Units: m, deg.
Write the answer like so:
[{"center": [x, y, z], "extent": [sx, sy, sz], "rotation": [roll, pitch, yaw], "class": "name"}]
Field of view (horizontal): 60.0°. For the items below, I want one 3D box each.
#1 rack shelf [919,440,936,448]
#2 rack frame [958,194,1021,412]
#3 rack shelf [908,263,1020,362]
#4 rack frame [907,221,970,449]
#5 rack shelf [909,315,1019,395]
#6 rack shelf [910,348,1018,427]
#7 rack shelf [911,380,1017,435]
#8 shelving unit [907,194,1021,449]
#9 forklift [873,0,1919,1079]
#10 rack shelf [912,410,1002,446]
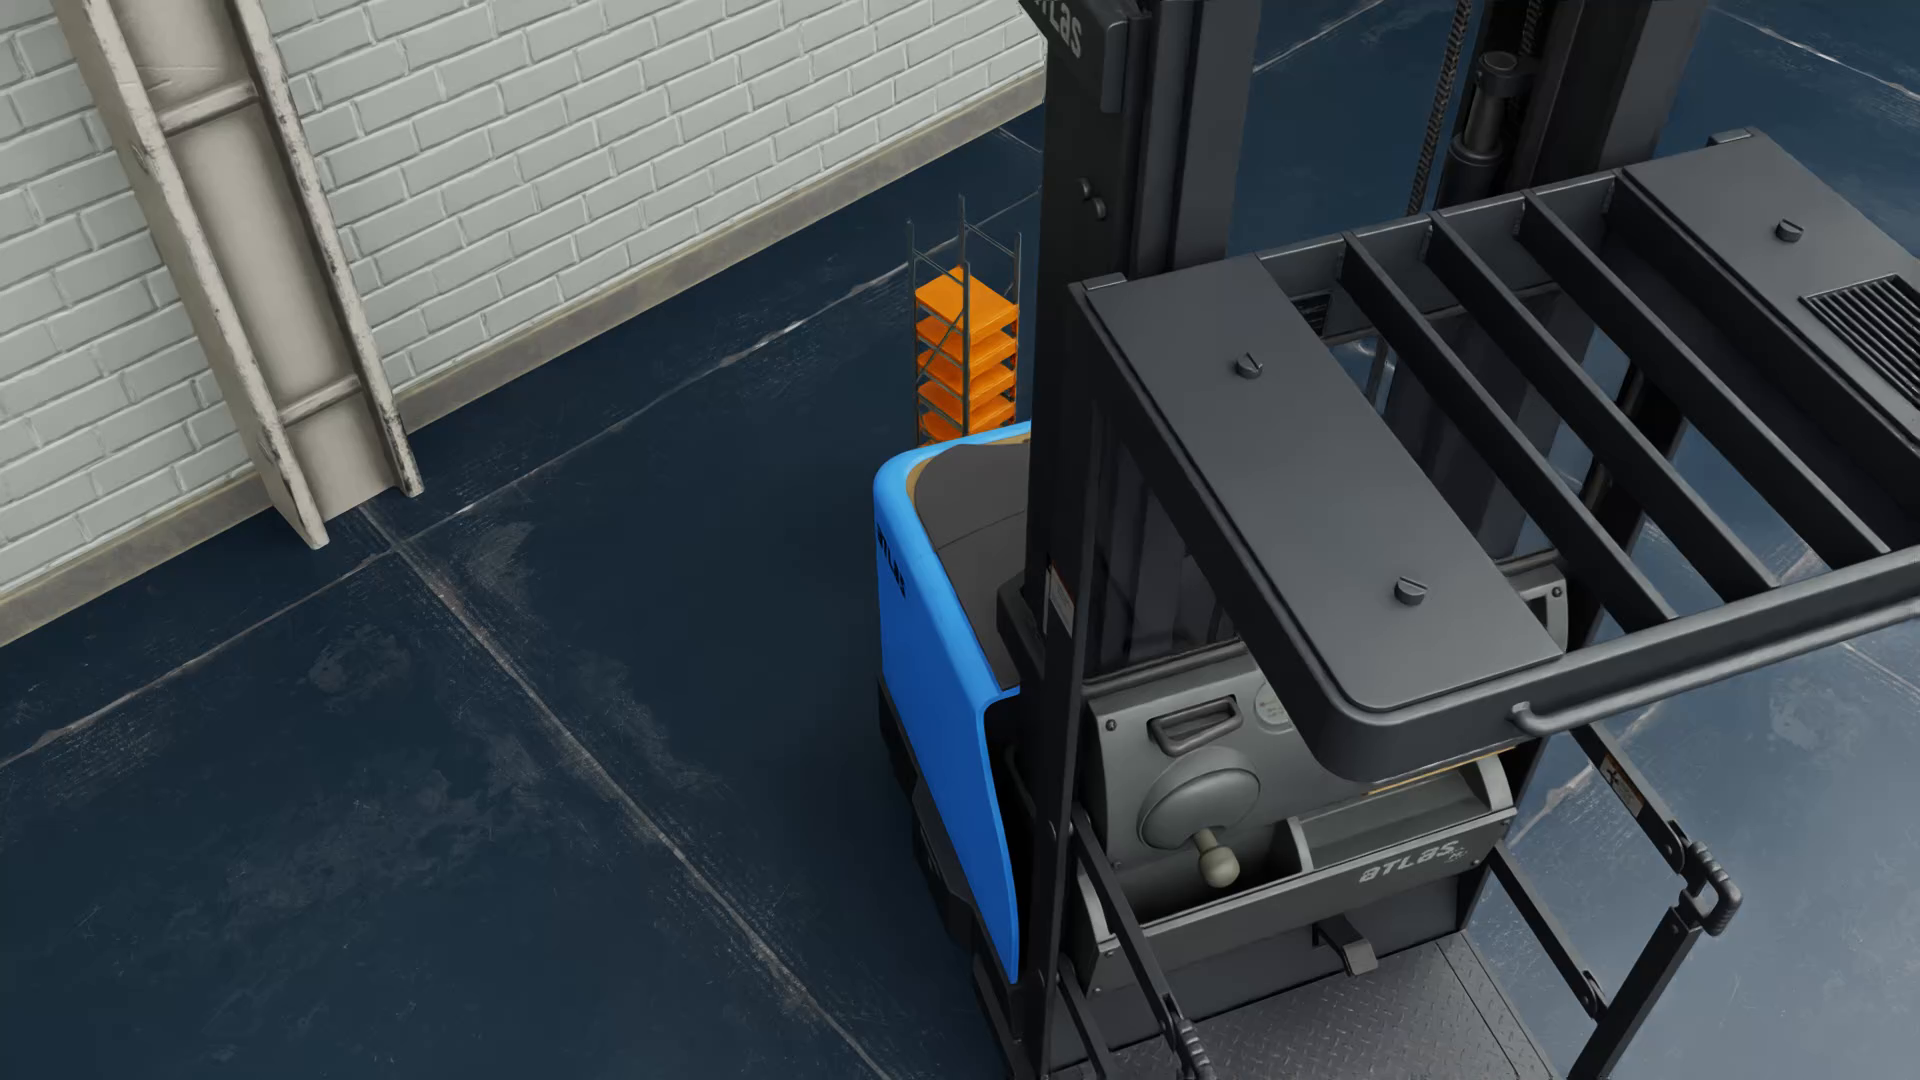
[{"center": [0.011, -0.221, 5.025], "extent": [0.180, 0.103, 0.258], "rotation": [-34, 56, -27], "class": "rack shelf"}, {"center": [0.078, -0.459, 4.857], "extent": [0.006, 1.200, 0.240], "rotation": [-34, 56, -27], "class": "rack frame"}, {"center": [0.011, -0.628, 4.584], "extent": [0.180, 0.103, 0.258], "rotation": [-34, 56, -27], "class": "rack shelf"}, {"center": [-0.057, -0.369, 4.774], "extent": [0.006, 1.200, 0.240], "rotation": [-34, 56, -27], "class": "rack frame"}, {"center": [0.011, -0.547, 4.672], "extent": [0.180, 0.103, 0.258], "rotation": [-34, 56, -27], "class": "rack shelf"}, {"center": [0.011, -0.465, 4.760], "extent": [0.180, 0.103, 0.258], "rotation": [-34, 56, -27], "class": "rack shelf"}, {"center": [0.011, -0.384, 4.848], "extent": [0.180, 0.103, 0.258], "rotation": [-34, 56, -27], "class": "rack shelf"}, {"center": [0.011, -0.414, 4.816], "extent": [0.189, 1.200, 0.258], "rotation": [-34, 56, -27], "class": "shelving unit"}, {"center": [0.753, 0.438, 2.851], "extent": [1.130, 2.935, 3.031], "rotation": [-15, 49, -13], "class": "forklift"}, {"center": [0.011, -0.303, 4.936], "extent": [0.180, 0.103, 0.258], "rotation": [-34, 56, -27], "class": "rack shelf"}]
